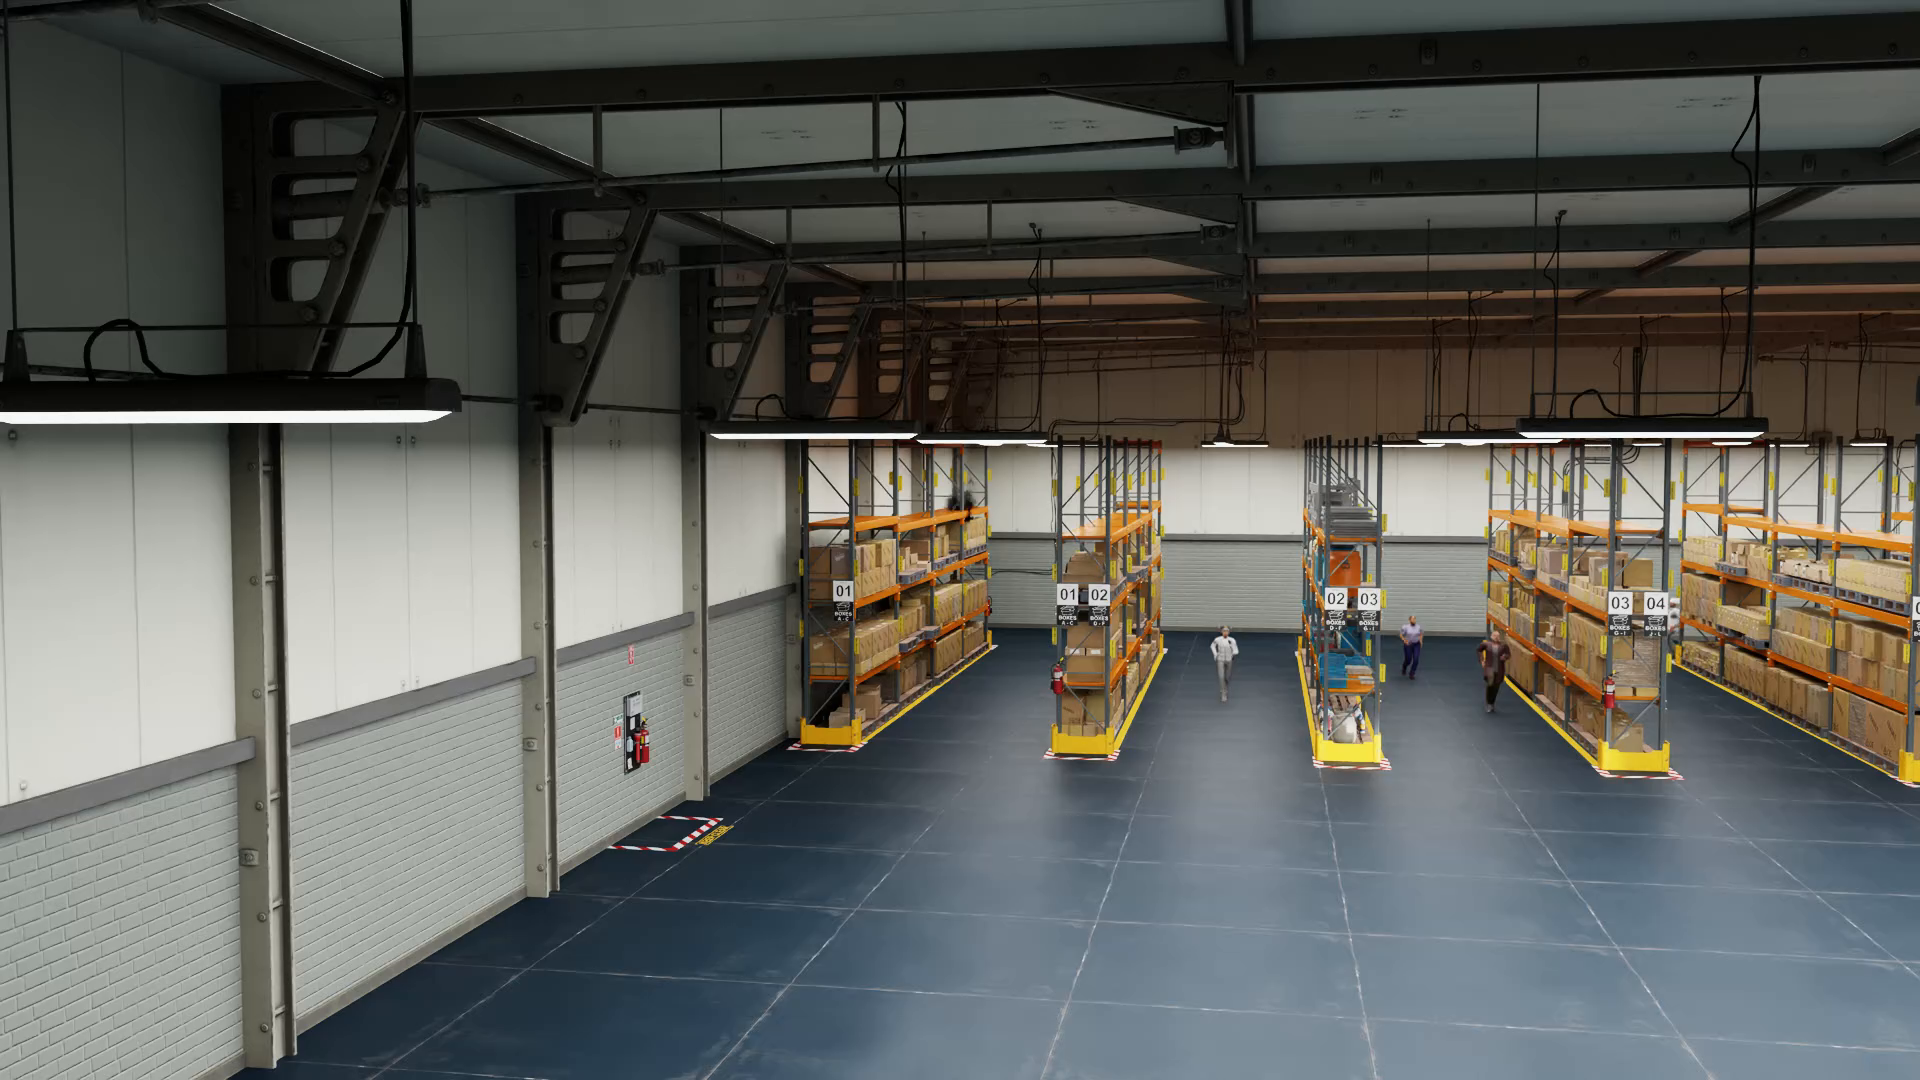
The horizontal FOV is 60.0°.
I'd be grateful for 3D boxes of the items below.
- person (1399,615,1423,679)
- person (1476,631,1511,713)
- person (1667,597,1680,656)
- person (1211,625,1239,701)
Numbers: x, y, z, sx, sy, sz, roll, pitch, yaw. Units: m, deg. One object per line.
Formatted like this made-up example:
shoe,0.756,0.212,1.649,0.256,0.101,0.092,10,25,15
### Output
person,11.308,2.678,41.630,0.596,1.590,0.544,0,3,-3
person,11.684,2.884,36.371,0.688,1.803,0.843,0,3,6
person,19.554,2.425,45.862,0.682,1.707,0.781,1,3,23
person,6.098,2.804,38.282,0.616,1.708,0.924,0,3,5
